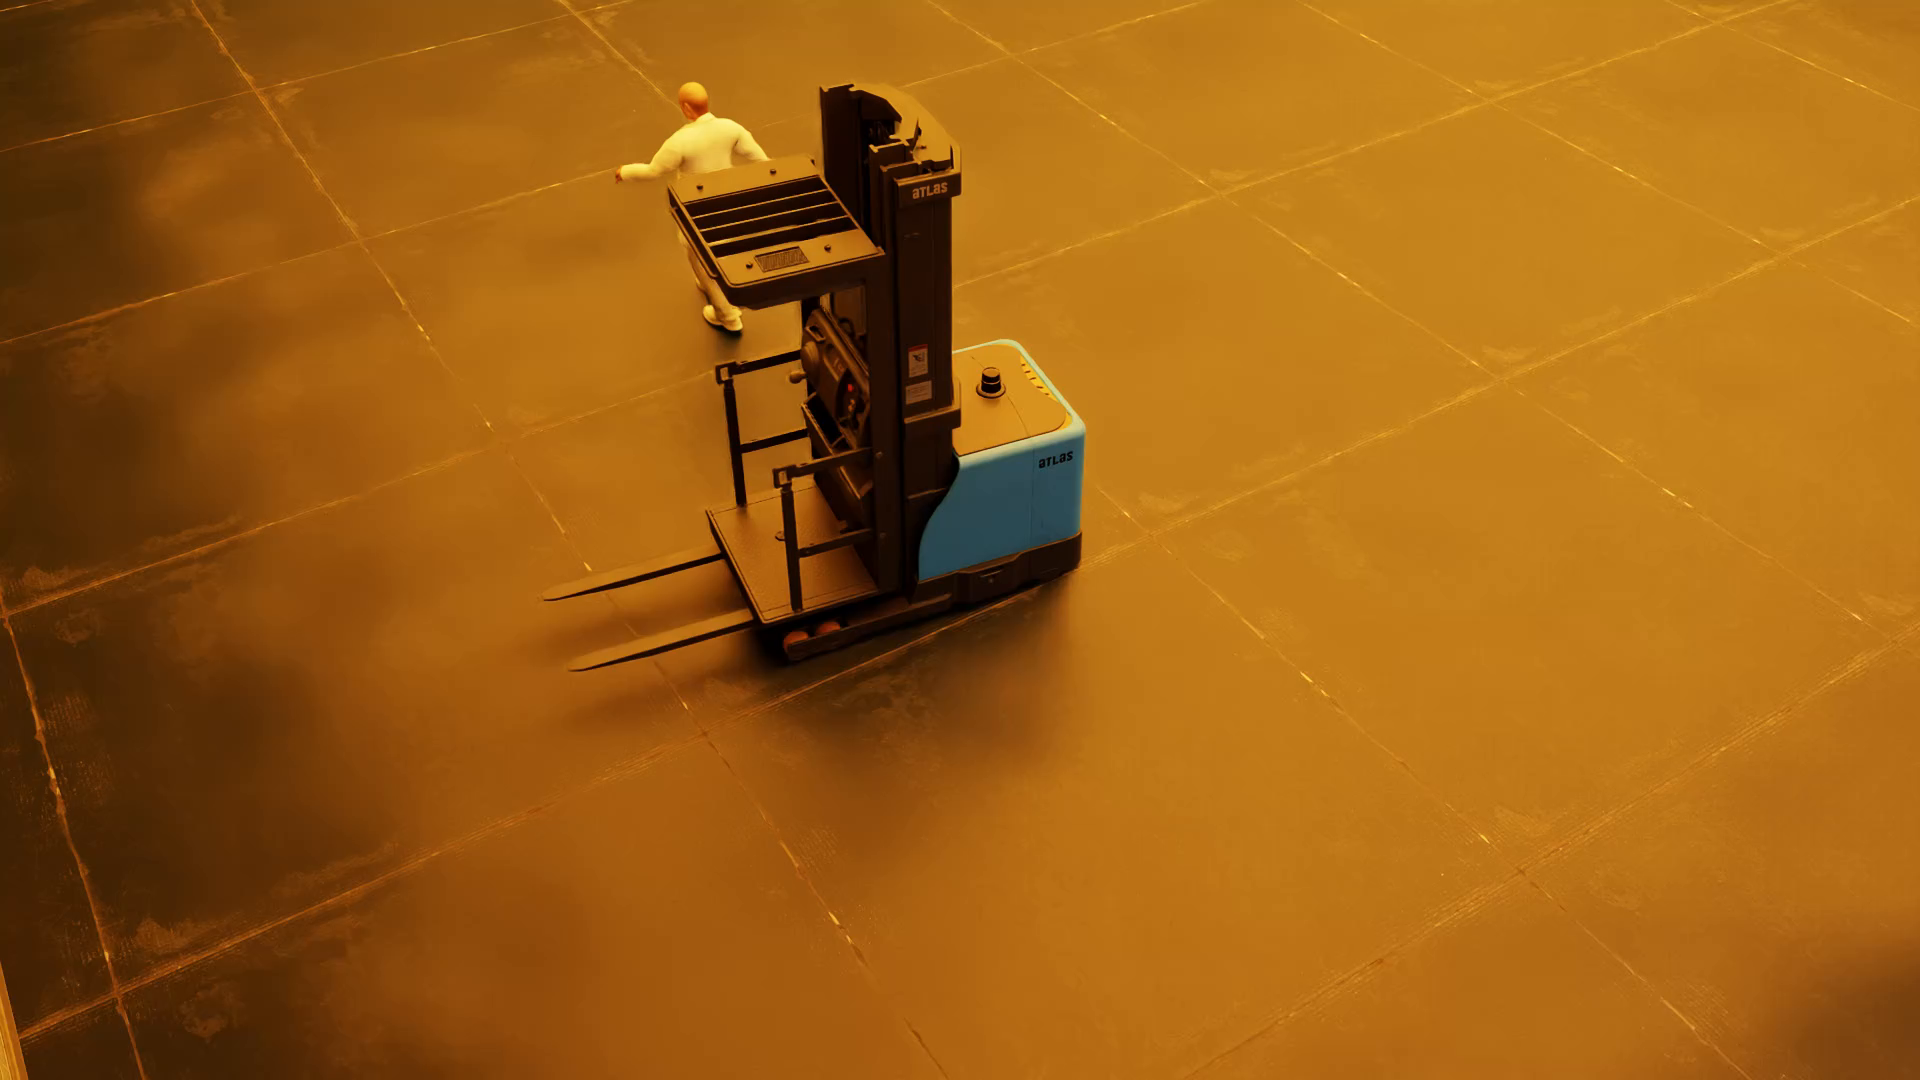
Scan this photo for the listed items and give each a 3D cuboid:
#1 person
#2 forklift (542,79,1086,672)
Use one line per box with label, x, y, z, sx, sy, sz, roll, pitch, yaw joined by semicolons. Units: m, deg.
person;-1.740;-2.342;11.461;1.016;1.759;0.824;-30;49;-30
forklift;-0.849;-0.828;8.819;3.031;2.935;1.130;-16;44;-17
